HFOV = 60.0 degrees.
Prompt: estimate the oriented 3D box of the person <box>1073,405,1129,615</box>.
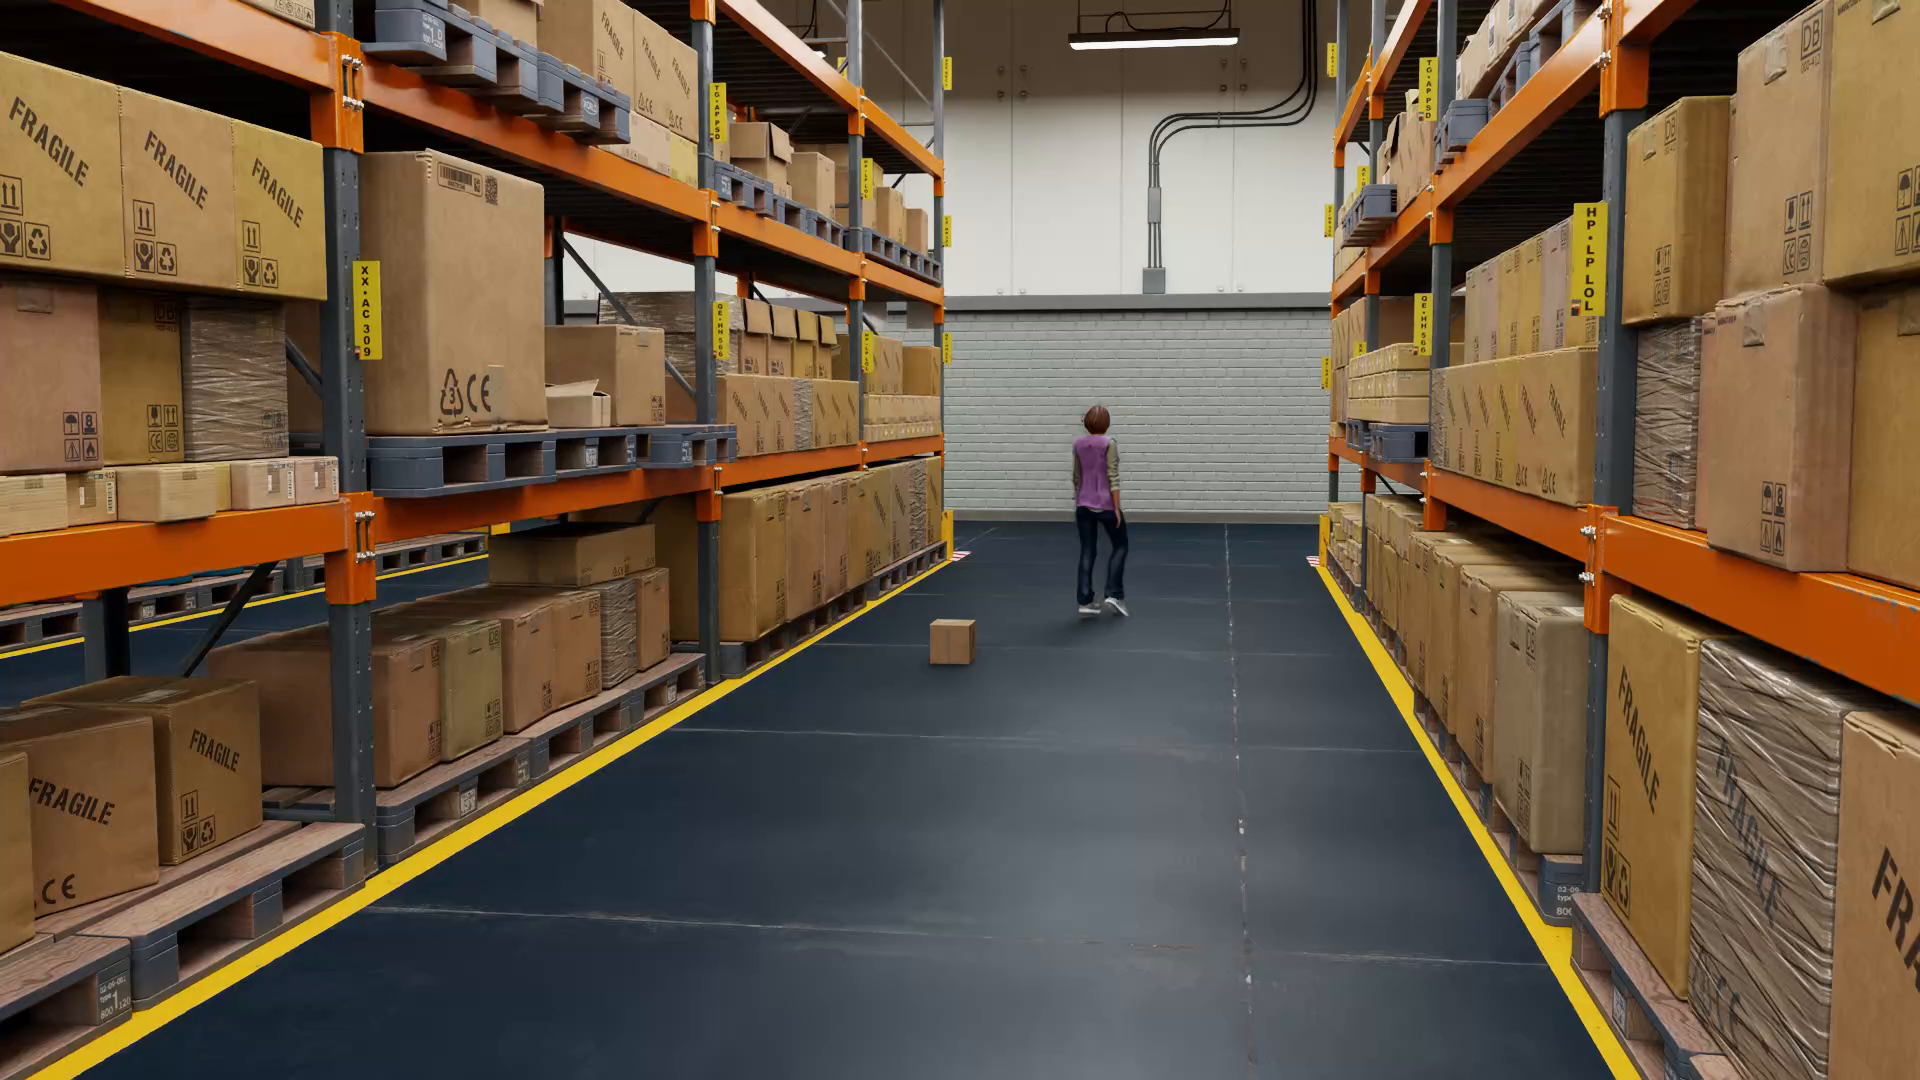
[{"bbox_3d":[1.053,-0.203,12.669,0.454,1.648,0.519,3,5,31],"label":"person"}]
